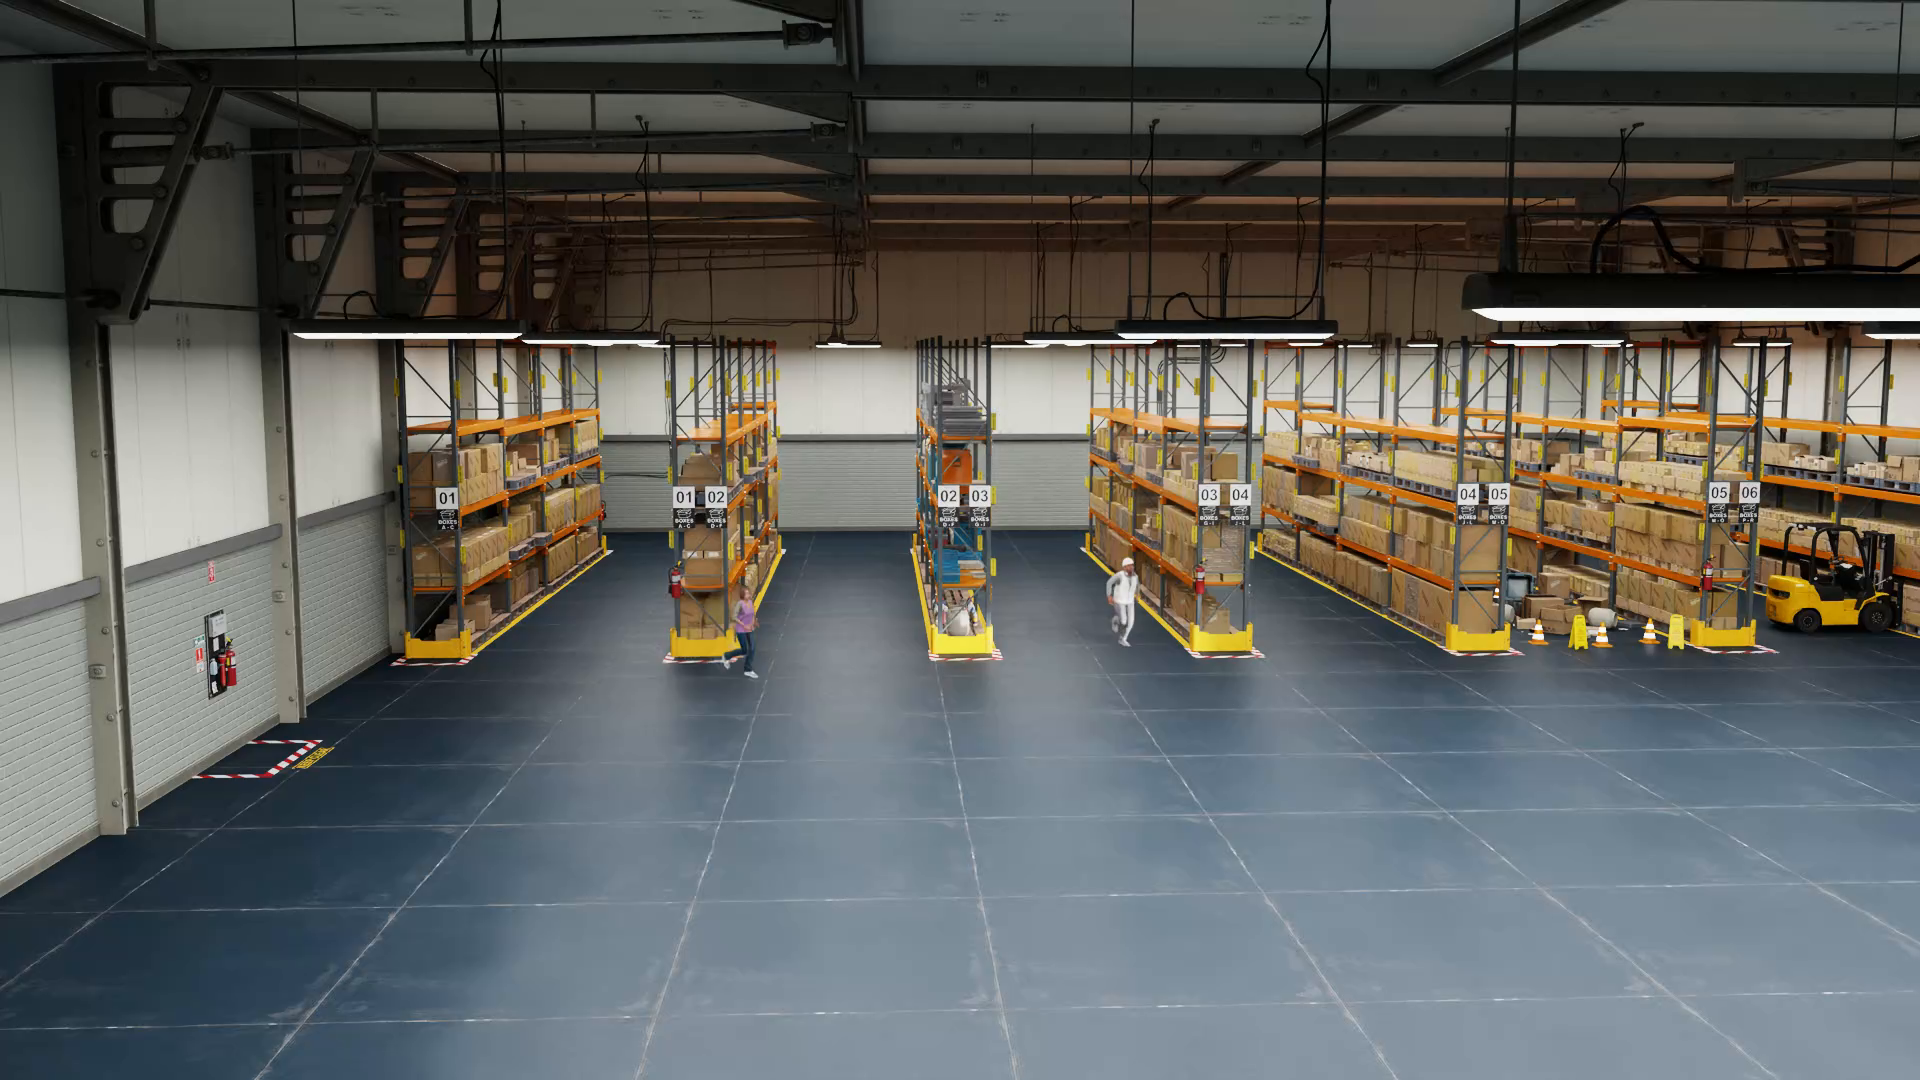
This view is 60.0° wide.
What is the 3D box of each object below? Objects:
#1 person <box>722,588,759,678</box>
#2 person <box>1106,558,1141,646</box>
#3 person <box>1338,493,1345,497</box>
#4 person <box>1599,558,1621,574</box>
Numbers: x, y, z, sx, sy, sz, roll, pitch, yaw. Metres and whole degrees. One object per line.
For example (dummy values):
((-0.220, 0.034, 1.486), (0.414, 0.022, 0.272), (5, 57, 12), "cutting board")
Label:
((-3.849, 1.625, 29.392), (0.694, 1.586, 0.543), (4, 8, 31), "person")
((3.201, 1.200, 32.466), (0.688, 1.728, 0.688), (-3, 7, -23), "person")
((10.846, -0.534, 47.467), (0.669, 1.776, 1.140), (0, 6, -3), "person")
((16.283, 0.180, 41.693), (0.590, 1.695, 1.042), (0, 6, -2), "person")
